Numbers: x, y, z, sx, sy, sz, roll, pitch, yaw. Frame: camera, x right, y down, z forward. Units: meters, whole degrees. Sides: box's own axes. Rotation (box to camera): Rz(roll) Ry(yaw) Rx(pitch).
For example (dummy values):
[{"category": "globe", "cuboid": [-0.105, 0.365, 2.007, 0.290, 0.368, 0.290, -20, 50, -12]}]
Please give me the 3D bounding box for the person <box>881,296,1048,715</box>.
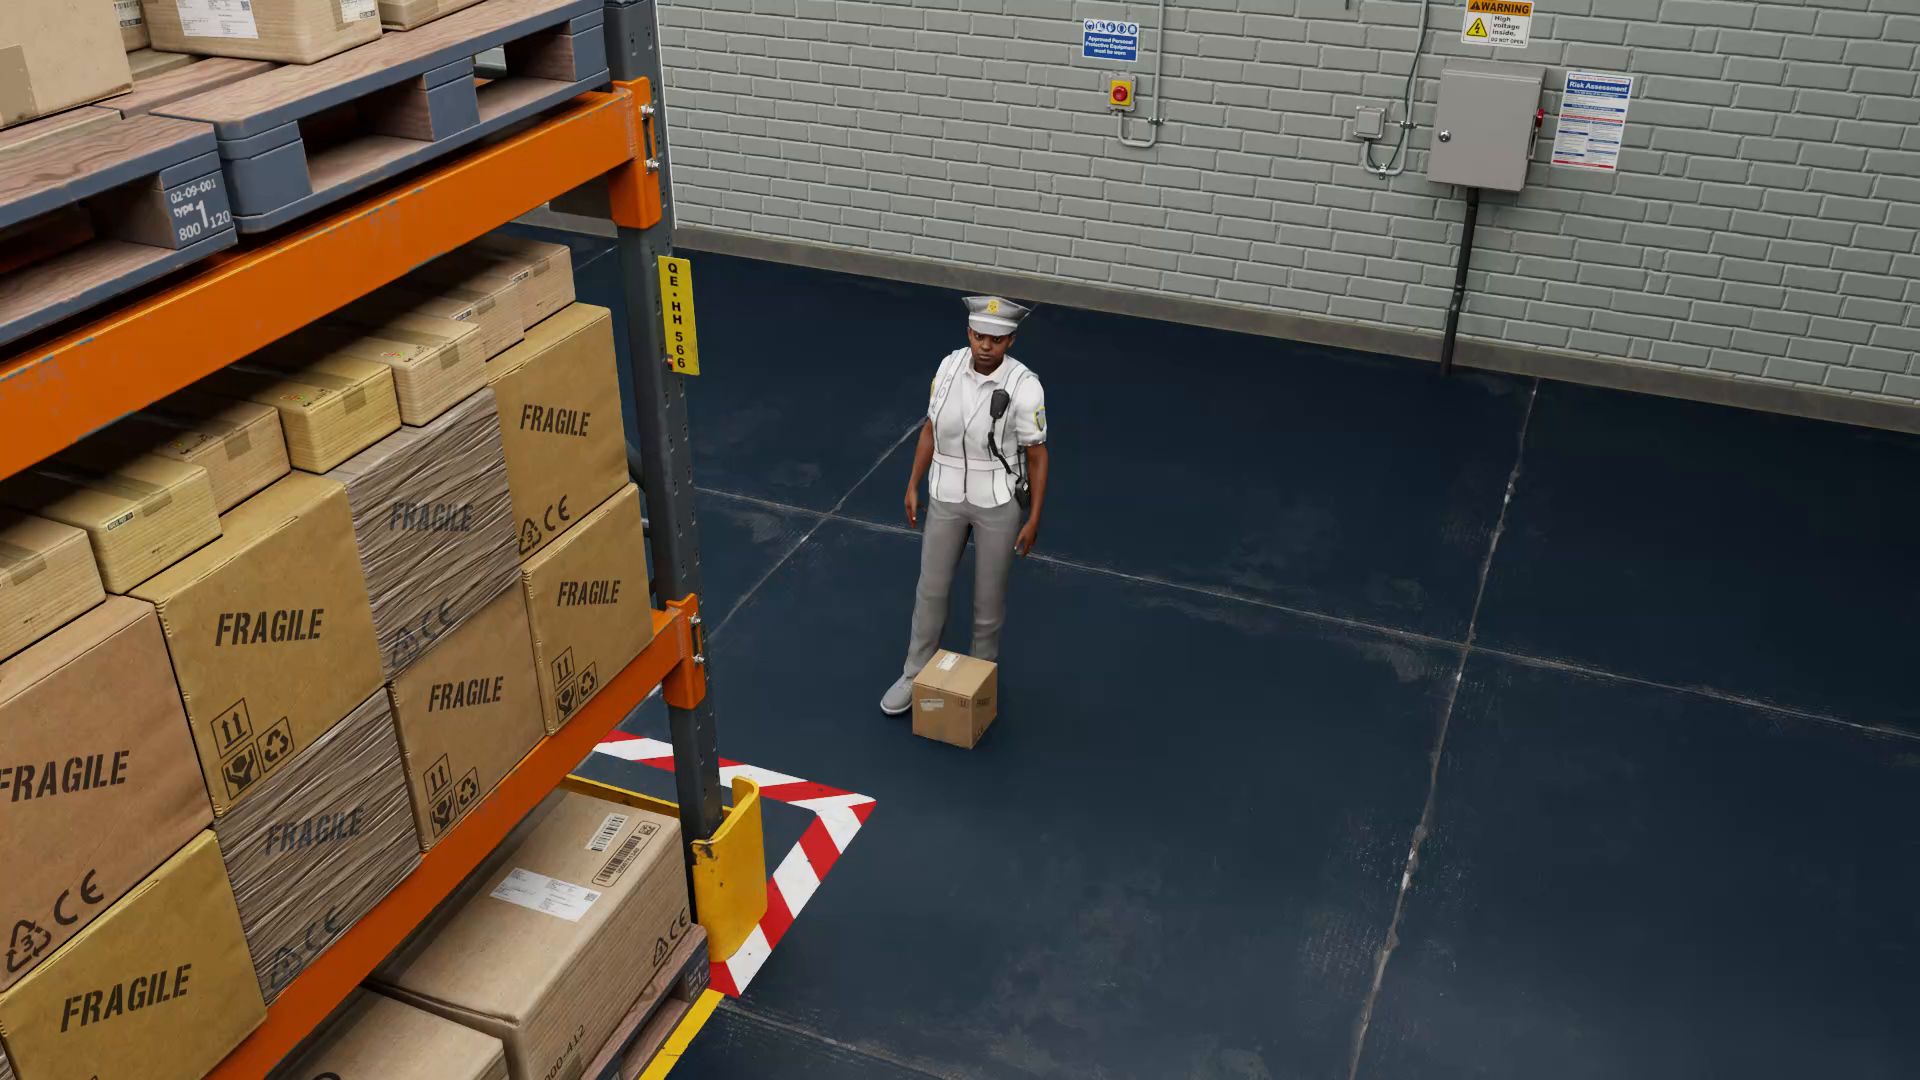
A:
[{"category": "person", "cuboid": [0.025, -0.115, 6.280, 0.569, 1.692, 0.529, 11, 32, 19]}]
